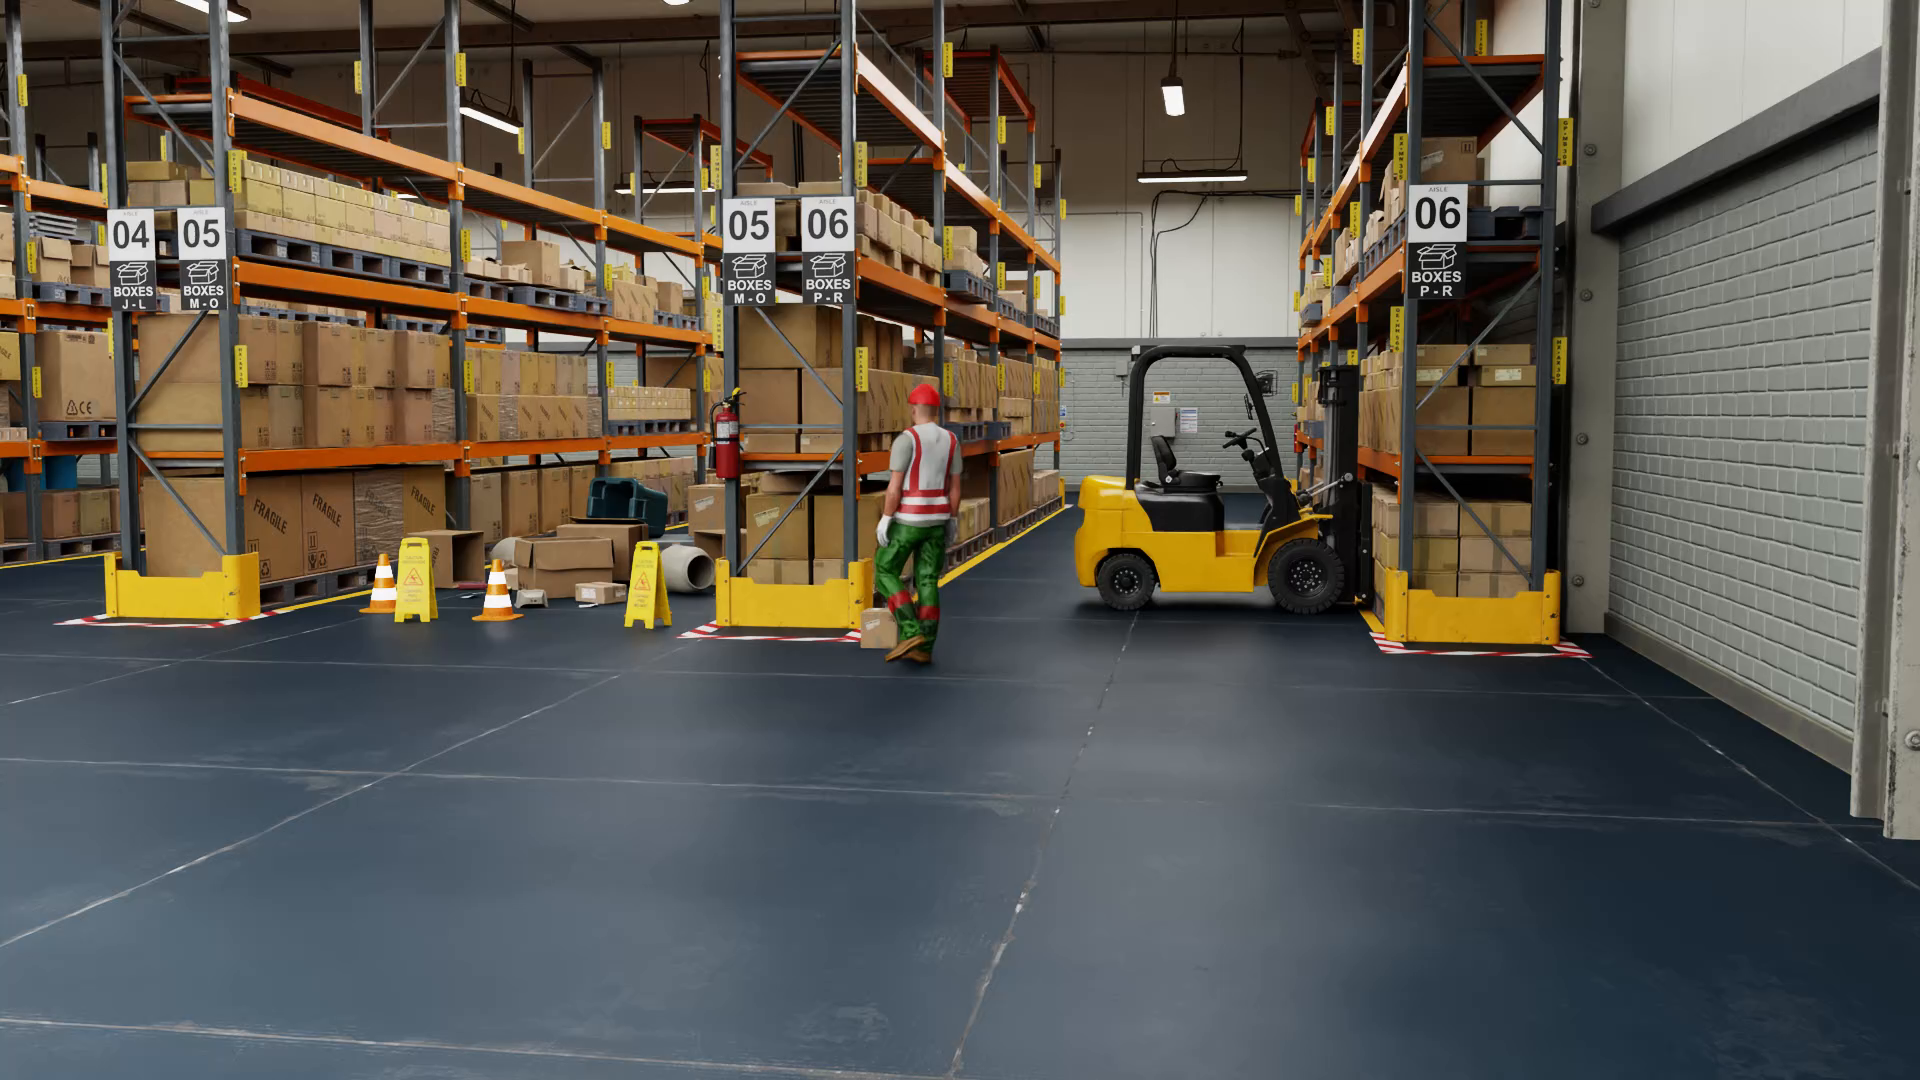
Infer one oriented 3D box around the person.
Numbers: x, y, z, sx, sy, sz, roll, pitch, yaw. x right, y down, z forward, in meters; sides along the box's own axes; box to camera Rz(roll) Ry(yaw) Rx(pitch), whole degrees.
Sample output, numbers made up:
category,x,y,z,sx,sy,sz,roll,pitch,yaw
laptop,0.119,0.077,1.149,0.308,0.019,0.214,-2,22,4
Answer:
category,x,y,z,sx,sy,sz,roll,pitch,yaw
person,-0.285,-0.108,10.721,0.559,1.789,0.410,-4,6,-39
